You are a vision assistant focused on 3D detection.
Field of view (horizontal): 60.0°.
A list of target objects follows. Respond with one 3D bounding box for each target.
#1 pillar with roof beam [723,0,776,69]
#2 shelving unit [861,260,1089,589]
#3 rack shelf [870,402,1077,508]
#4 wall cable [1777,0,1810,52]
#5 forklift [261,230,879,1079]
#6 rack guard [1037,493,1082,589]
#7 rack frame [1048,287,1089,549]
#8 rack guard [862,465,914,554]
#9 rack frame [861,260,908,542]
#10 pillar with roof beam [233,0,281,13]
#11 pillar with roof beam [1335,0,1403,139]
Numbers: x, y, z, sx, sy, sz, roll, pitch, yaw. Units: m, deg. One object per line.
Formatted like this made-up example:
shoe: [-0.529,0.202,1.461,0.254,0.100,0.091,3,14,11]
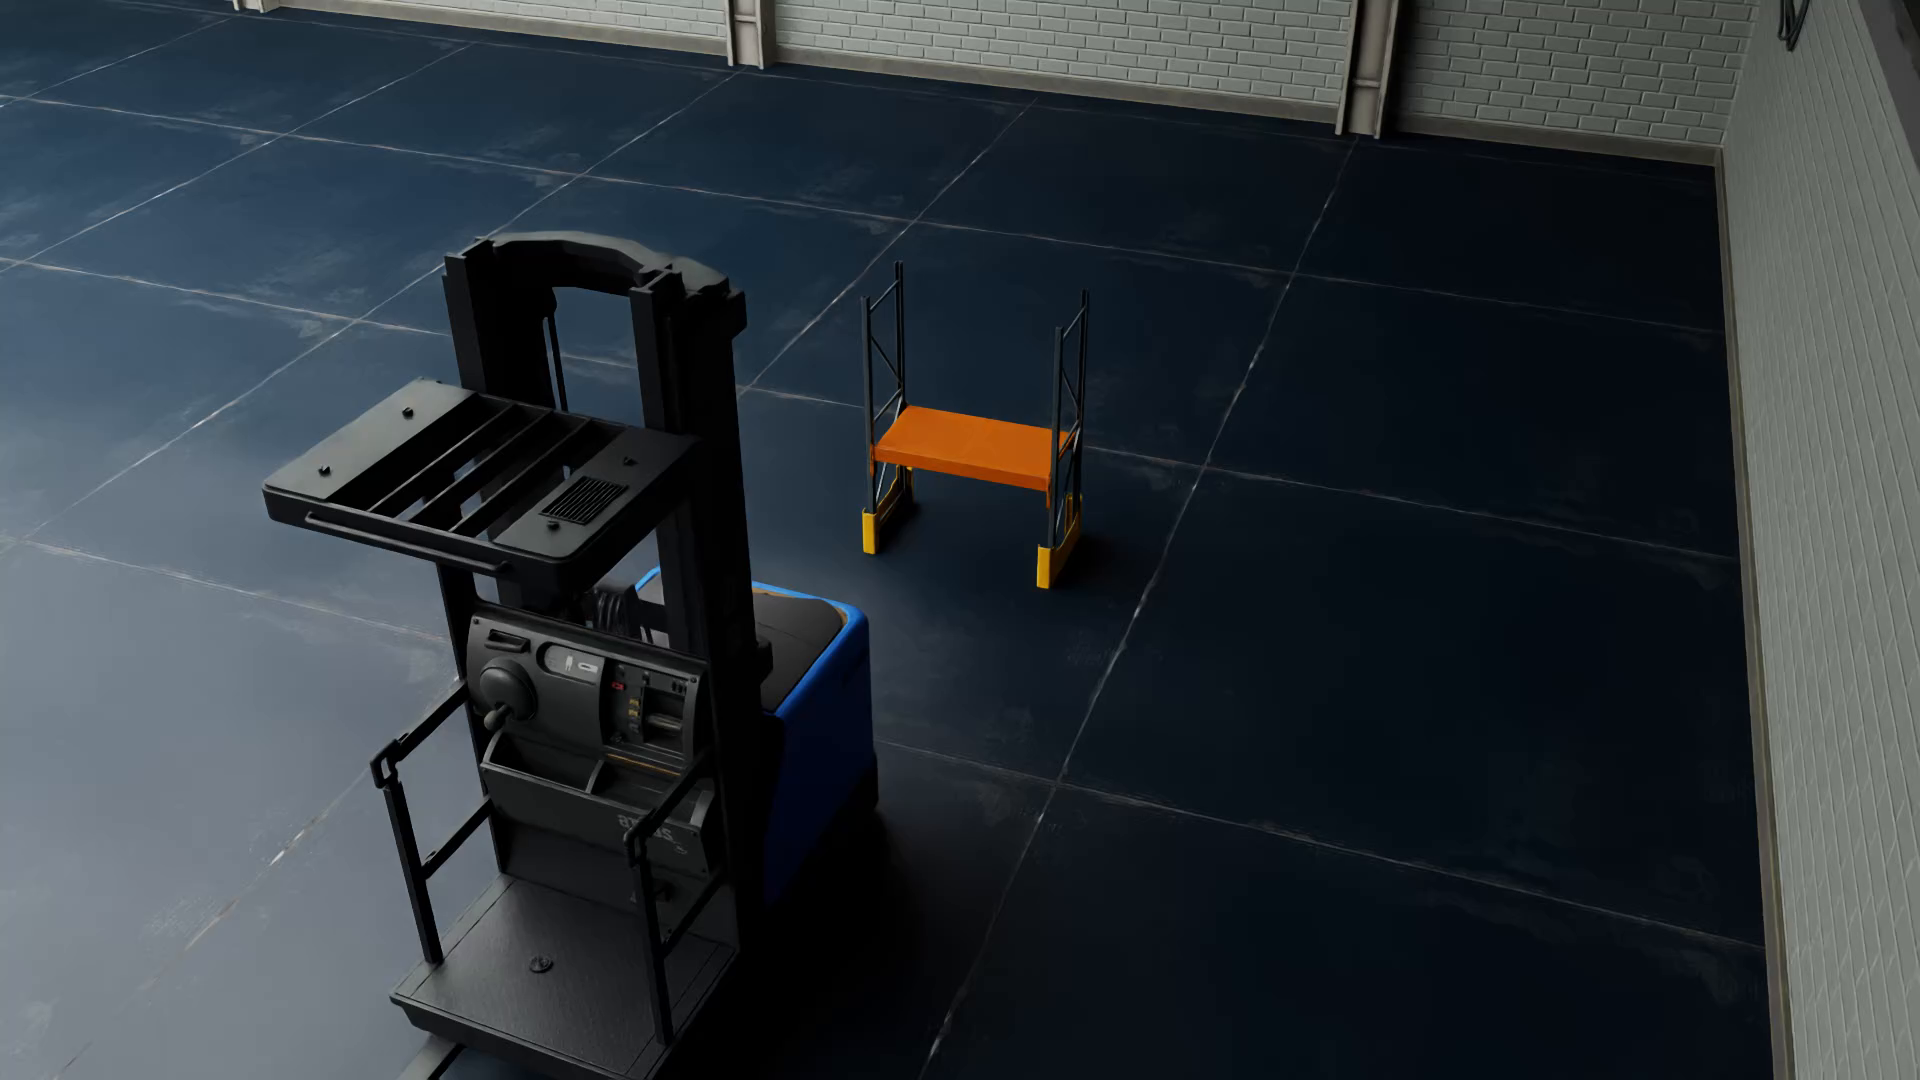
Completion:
pillar with roof beam: [-3.519,-6.341,10.744,0.400,9.000,9.100,11,34,16]
shelving unit: [0.072,-0.616,8.790,1.083,1.500,0.587,11,34,16]
rack shelf: [0.080,-0.463,8.885,1.000,0.185,0.538,11,34,16]
wall cable: [5.908,-4.923,11.409,0.112,2.526,3.097,11,34,16]
forklift: [-1.391,0.588,5.606,1.130,2.935,3.031,13,35,19]
rack guard: [0.541,0.000,8.987,0.087,0.250,0.587,11,34,16]
rack frame: [0.559,-0.521,8.643,0.032,1.500,0.500,11,34,16]
rack guard: [-0.397,-0.182,9.270,0.087,0.250,0.587,11,34,16]
rack frame: [-0.398,-0.707,8.931,0.032,1.500,0.500,11,34,16]
pillar with roof beam: [-9.168,-7.439,12.444,0.400,9.000,9.100,11,34,16]
pillar with roof beam: [2.129,-5.243,9.043,0.400,9.000,9.100,11,34,16]
